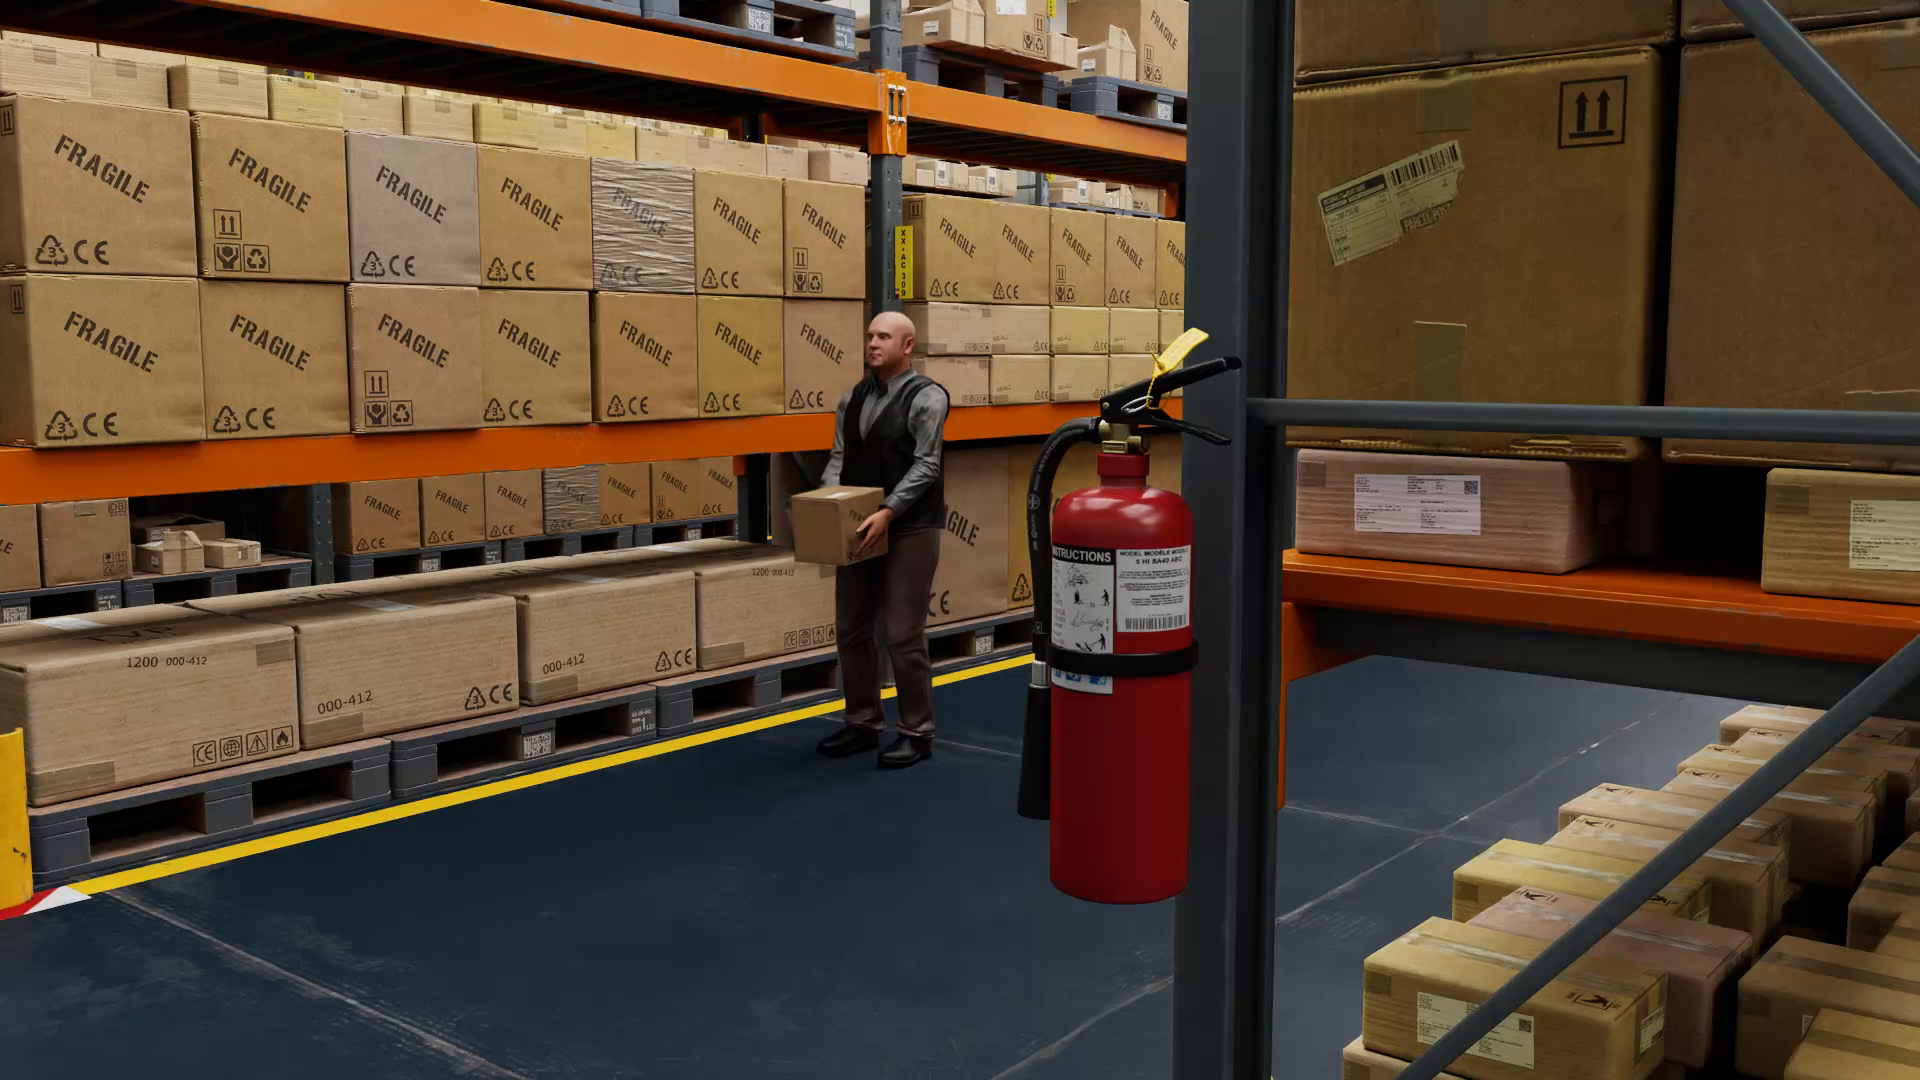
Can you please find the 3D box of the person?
[{"bbox_3d":[-0.317,-0.009,6.384,0.532,1.727,0.522,5,8,38],"label":"person"}]
